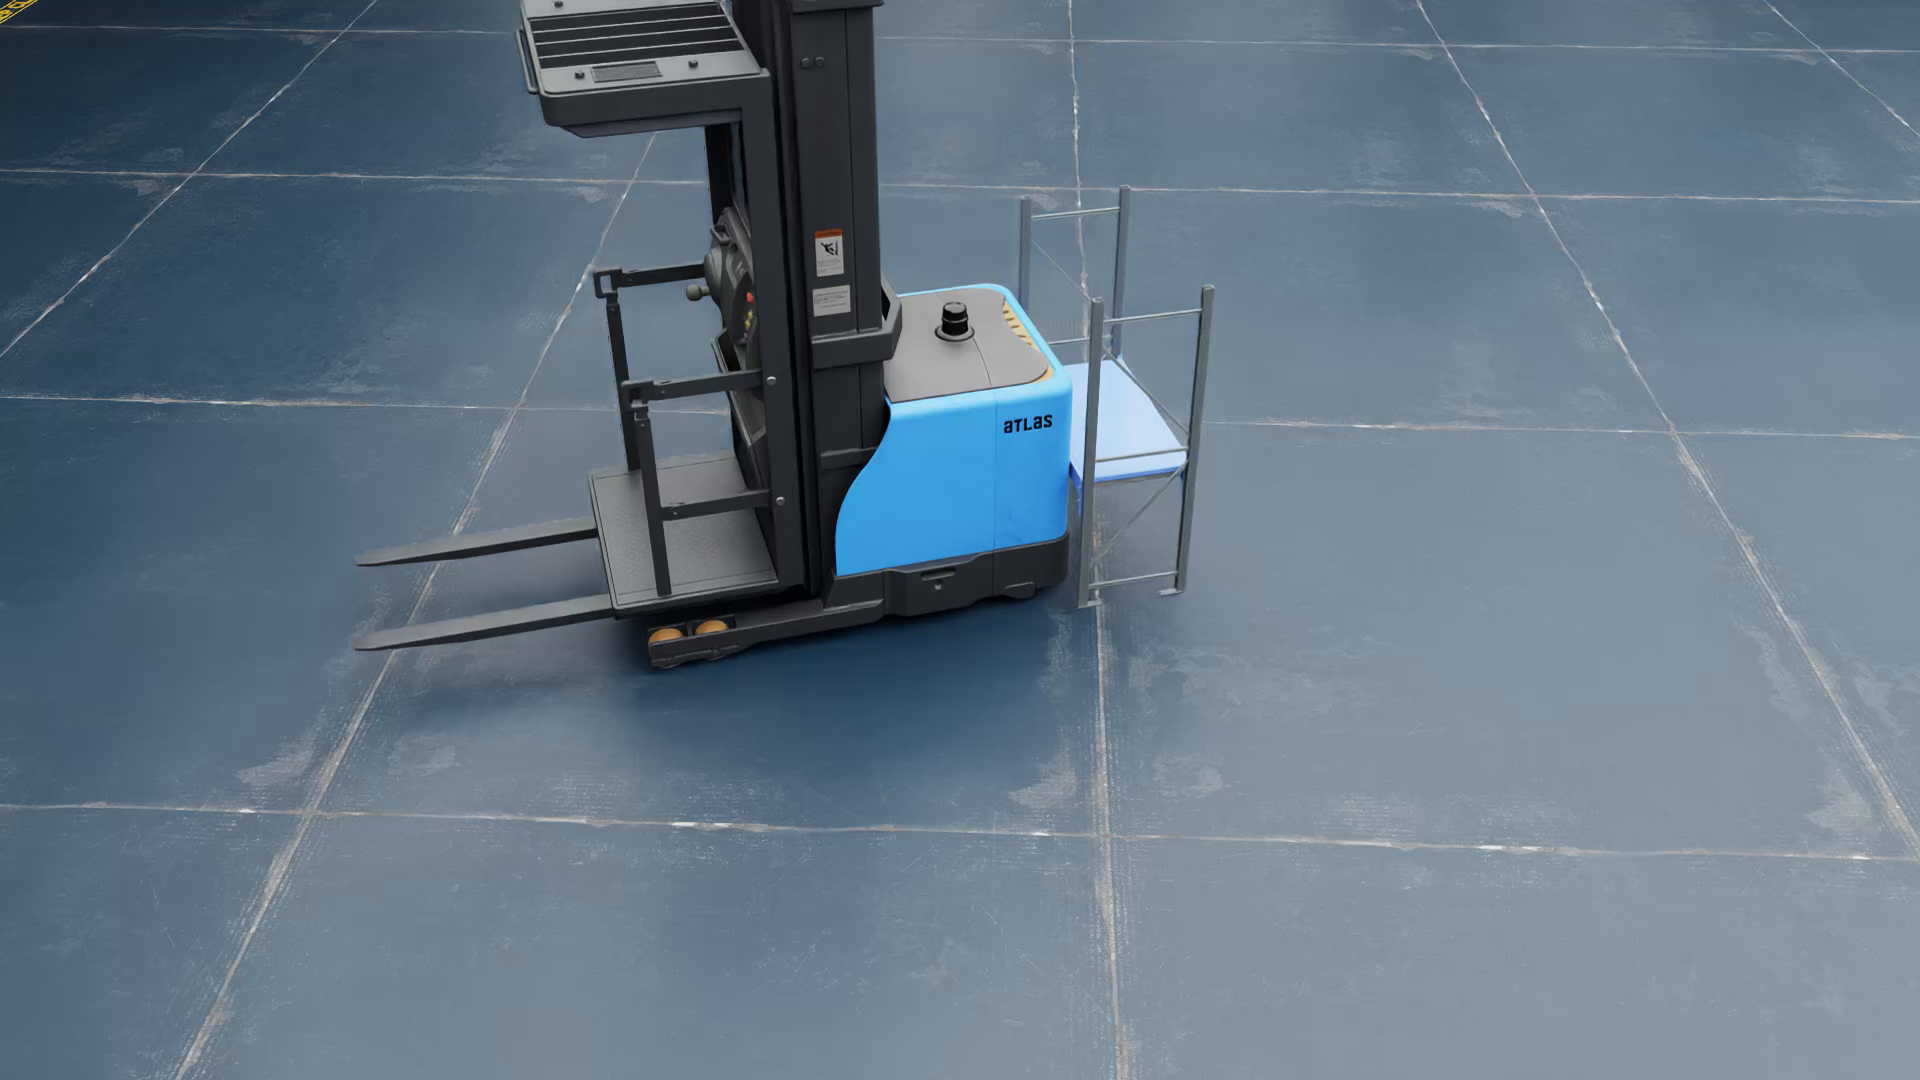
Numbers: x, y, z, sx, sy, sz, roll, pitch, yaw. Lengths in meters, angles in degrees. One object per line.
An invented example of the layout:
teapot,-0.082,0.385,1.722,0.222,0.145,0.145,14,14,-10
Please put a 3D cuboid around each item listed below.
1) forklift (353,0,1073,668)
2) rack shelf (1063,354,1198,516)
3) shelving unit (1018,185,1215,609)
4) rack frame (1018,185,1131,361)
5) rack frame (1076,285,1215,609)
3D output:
forklift,-1.094,-1.001,6.626,3.031,2.935,1.130,-9,36,-13
rack shelf,0.635,-0.489,7.455,0.538,0.185,1.000,-8,36,-12
shelving unit,0.635,-0.637,7.351,0.538,1.500,1.048,-8,36,-12
rack frame,0.511,-0.920,7.755,0.500,1.500,0.032,-8,36,-12
rack frame,0.758,-0.353,6.948,0.500,1.500,0.032,-8,36,-12
